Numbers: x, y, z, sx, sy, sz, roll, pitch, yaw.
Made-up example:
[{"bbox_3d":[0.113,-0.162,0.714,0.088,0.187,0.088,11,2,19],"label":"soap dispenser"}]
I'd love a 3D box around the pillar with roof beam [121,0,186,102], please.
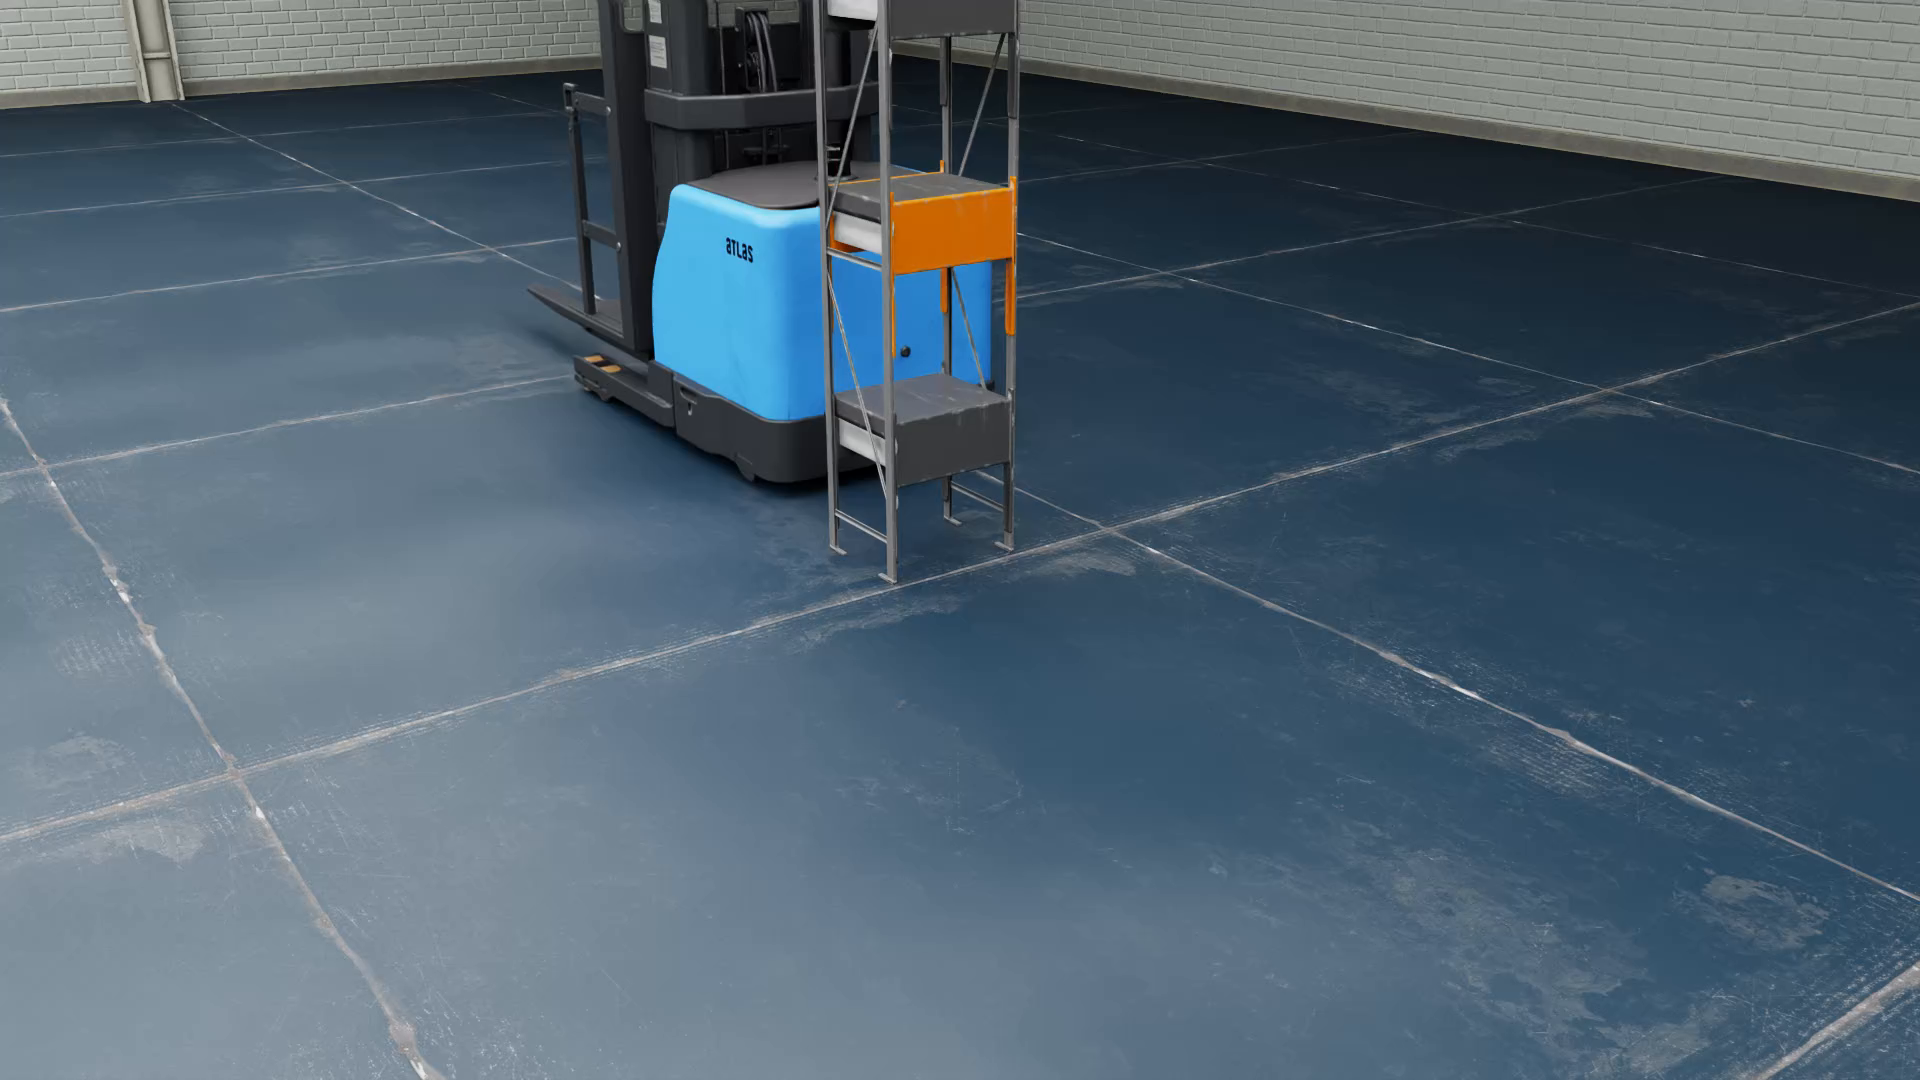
[{"bbox_3d":[-5.902,-7.531,12.626,0.400,9.000,9.100,-15,26,-33],"label":"pillar with roof beam"}]

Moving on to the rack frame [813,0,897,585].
[{"bbox_3d":[-0.332,-0.887,5.285,0.015,2.100,0.400,-15,26,-33],"label":"rack frame"}]

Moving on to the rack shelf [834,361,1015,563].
[{"bbox_3d":[-0.134,-0.277,5.682,0.480,0.518,0.431,-15,26,-33],"label":"rack shelf"}]

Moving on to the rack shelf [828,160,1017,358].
[{"bbox_3d":[-0.134,-0.927,5.422,0.480,0.518,0.431,-15,26,-33],"label":"rack shelf"}]

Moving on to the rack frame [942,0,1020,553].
[{"bbox_3d":[0.064,-0.992,5.550,0.015,2.100,0.400,-15,26,-33],"label":"rack frame"}]

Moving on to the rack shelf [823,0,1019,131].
[{"bbox_3d":[-0.134,-1.577,5.163,0.480,0.518,0.431,-15,26,-33],"label":"rack shelf"}]

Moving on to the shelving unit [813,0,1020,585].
[{"bbox_3d":[-0.134,-0.939,5.417,0.503,2.100,0.431,-15,26,-33],"label":"shelving unit"}]

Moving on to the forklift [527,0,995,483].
[{"bbox_3d":[-1.104,-2.066,7.119,1.130,2.935,3.031,-14,26,-32],"label":"forklift"}]
